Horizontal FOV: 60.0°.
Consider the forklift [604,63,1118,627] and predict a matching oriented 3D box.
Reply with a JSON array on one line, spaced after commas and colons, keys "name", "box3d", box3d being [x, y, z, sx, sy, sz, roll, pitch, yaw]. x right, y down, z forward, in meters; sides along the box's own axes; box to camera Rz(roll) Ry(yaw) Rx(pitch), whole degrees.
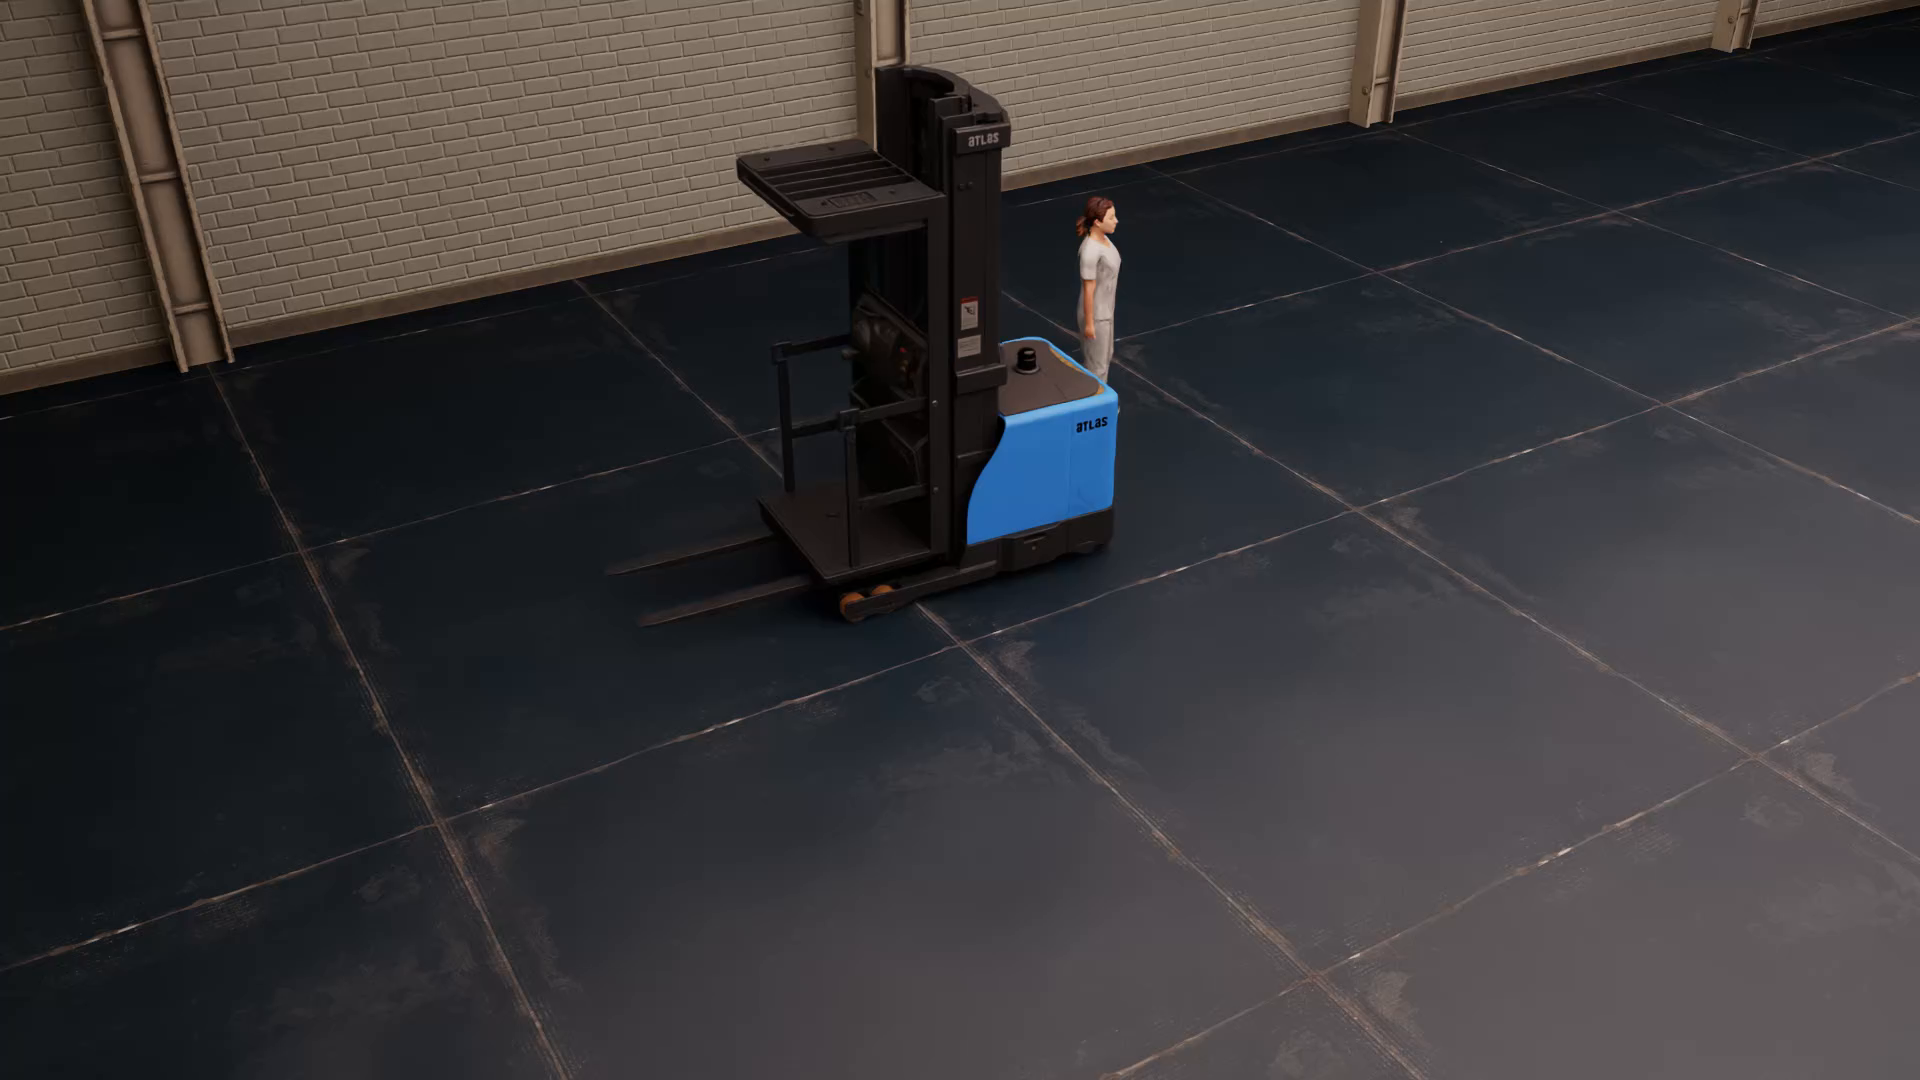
[{"name": "forklift", "box3d": [-0.594, -1.089, 9.465, 3.031, 2.935, 1.130, -15, 34, -23]}]

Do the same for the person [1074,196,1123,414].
[{"name": "person", "box3d": [0.948, -1.566, 11.490, 0.366, 1.670, 0.494, 6, 31, 9]}]
